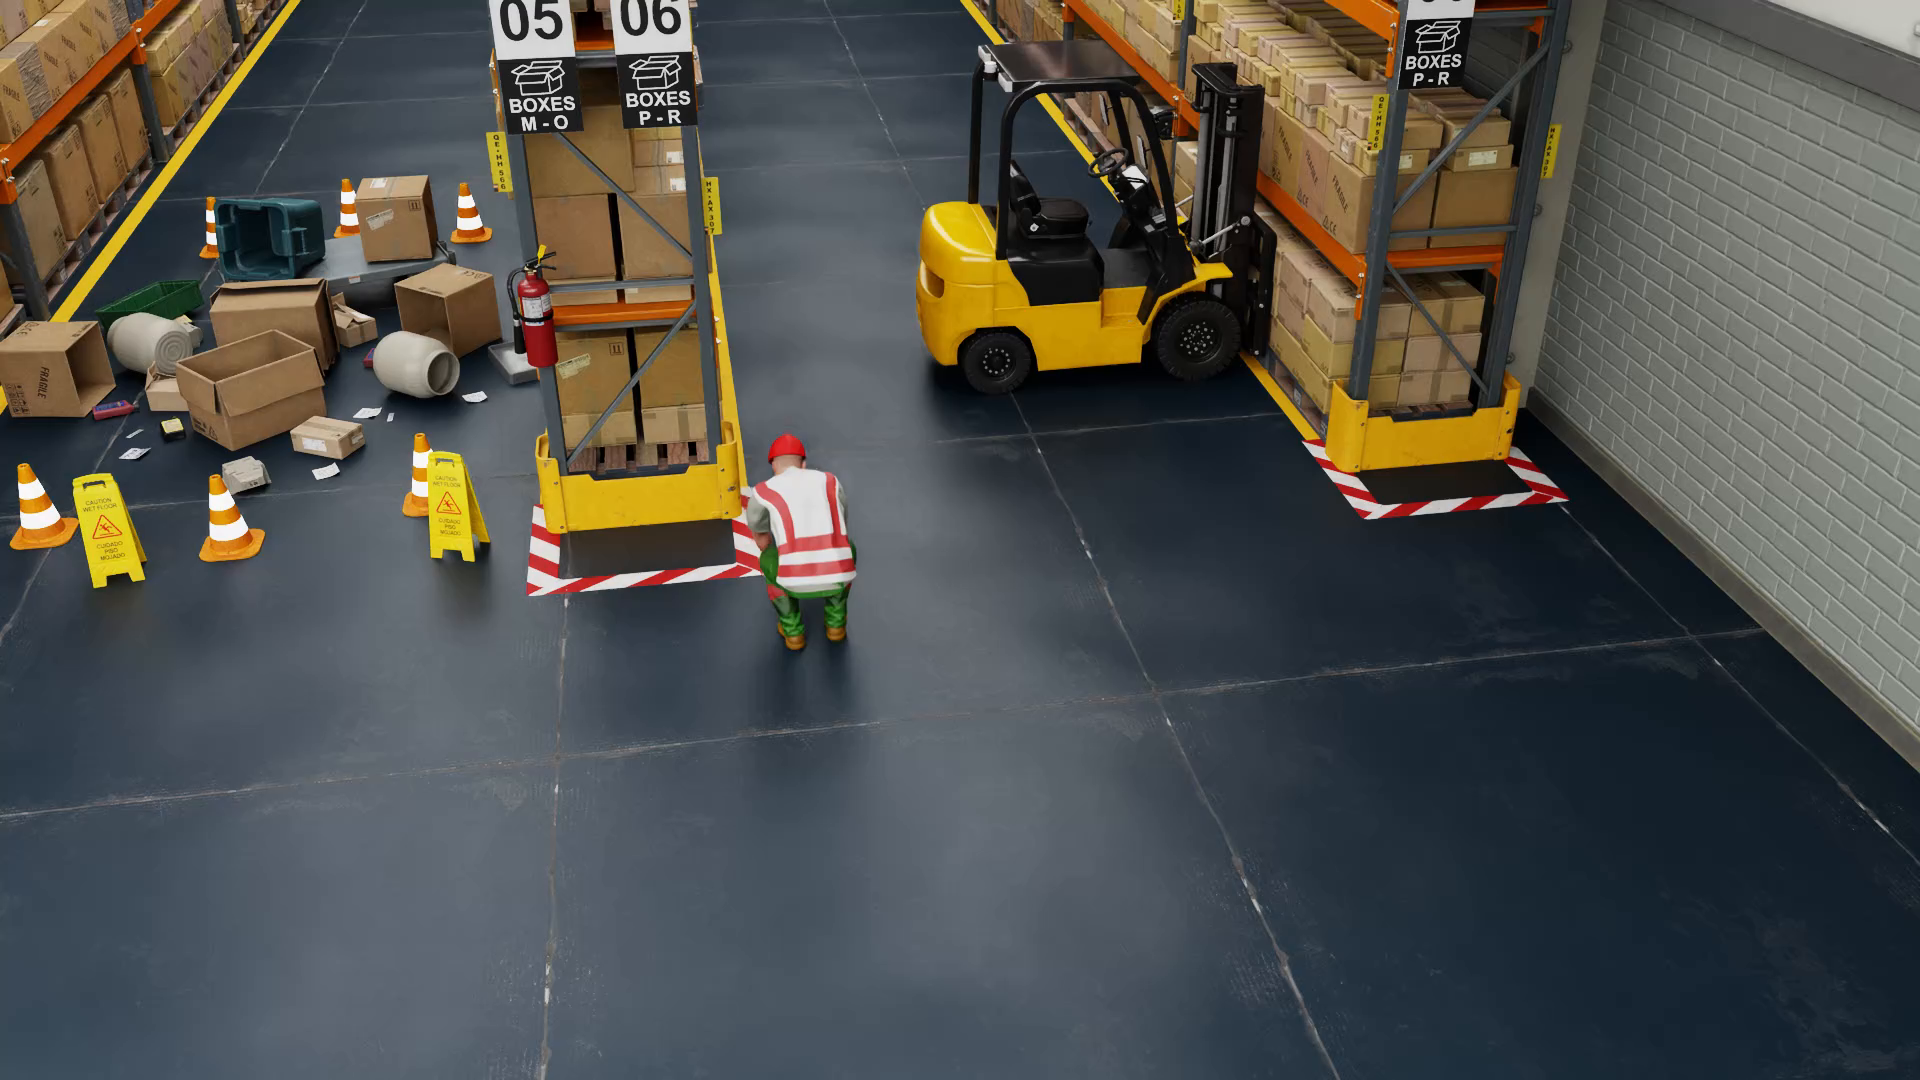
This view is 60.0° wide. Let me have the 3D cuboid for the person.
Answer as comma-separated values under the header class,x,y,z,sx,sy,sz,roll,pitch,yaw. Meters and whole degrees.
class,x,y,z,sx,sy,sz,roll,pitch,yaw
person,-0.837,0.021,8.860,0.567,1.006,0.883,-5,31,-9
